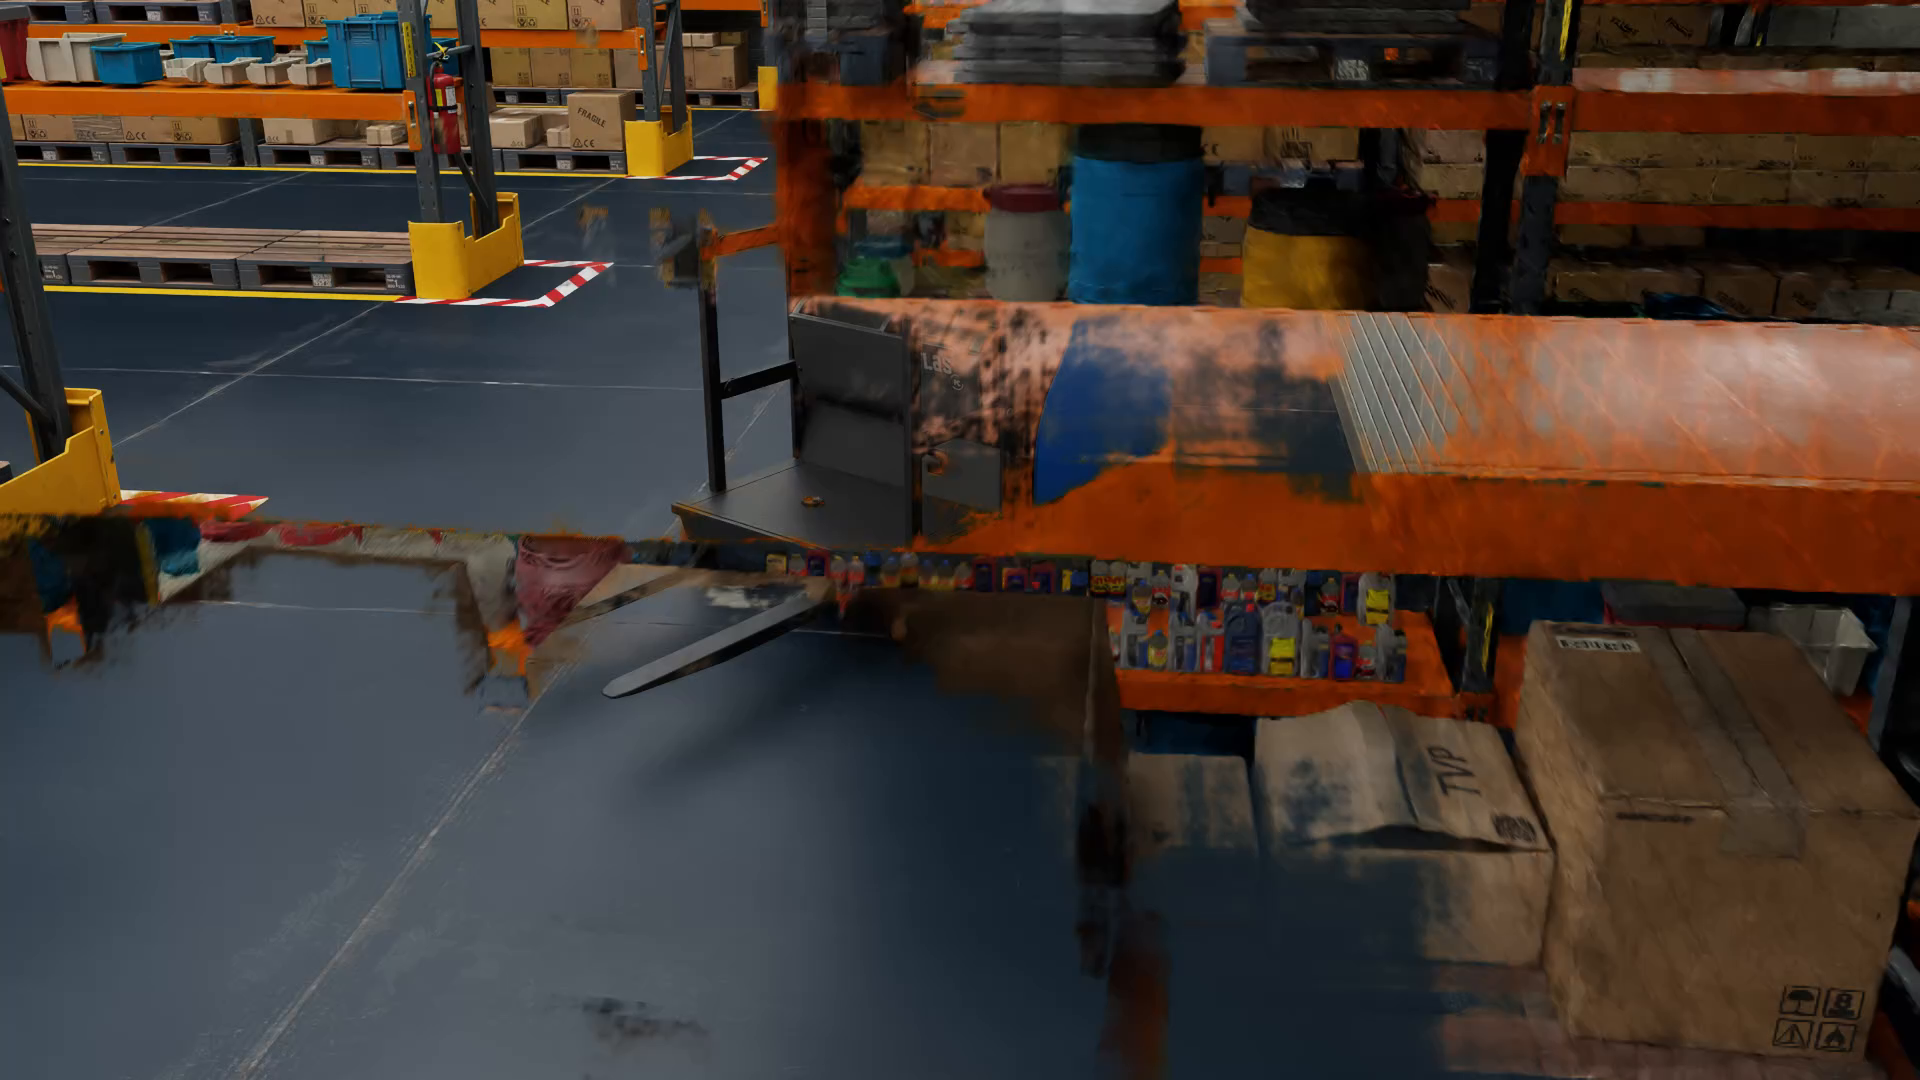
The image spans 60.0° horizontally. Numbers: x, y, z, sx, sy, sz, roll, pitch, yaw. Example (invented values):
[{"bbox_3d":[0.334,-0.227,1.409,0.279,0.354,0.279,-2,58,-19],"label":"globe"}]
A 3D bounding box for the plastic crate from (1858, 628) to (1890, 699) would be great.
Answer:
[{"bbox_3d":[-5.458,-3.132,10.929,0.300,0.233,0.416,2,22,6],"label":"plastic crate"}]

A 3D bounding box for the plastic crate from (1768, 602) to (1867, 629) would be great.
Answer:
[{"bbox_3d":[-5.596,-3.300,11.483,0.466,0.136,0.293,2,22,6],"label":"plastic crate"}]

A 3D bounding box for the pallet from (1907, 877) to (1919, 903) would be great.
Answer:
[{"bbox_3d":[-5.411,-1.994,11.696,1.213,0.211,1.003,2,22,6],"label":"pallet"}]

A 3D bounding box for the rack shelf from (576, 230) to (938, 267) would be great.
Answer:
[{"bbox_3d":[-12.153,-6.902,21.297,4.000,0.370,1.077,2,22,6],"label":"rack shelf"}]

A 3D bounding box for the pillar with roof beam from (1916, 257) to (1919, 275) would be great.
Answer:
[{"bbox_3d":[0.054,-8.221,15.495,0.400,9.000,9.100,2,22,6],"label":"pillar with roof beam"}]

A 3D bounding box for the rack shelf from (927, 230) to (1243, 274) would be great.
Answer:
[{"bbox_3d":[-8.181,-6.729,20.859,4.000,0.370,1.077,2,22,6],"label":"rack shelf"}]

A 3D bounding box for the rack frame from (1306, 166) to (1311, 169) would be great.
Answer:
[{"bbox_3d":[-6.195,-6.977,20.508,0.127,3.000,1.000,2,22,6],"label":"rack frame"}]

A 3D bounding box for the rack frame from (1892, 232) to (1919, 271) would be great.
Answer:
[{"bbox_3d":[-2.802,-4.995,15.495,0.127,3.000,1.000,2,22,6],"label":"rack frame"}]

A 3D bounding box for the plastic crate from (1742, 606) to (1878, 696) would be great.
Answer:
[{"bbox_3d":[-5.866,-3.200,11.032,0.530,0.282,0.437,2,22,6],"label":"plastic crate"}]

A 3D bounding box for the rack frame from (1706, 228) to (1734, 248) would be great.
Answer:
[{"bbox_3d":[-2.223,-6.804,20.070,0.127,3.000,1.000,2,22,6],"label":"rack frame"}]

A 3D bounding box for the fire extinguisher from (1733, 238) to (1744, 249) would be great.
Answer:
[{"bbox_3d":[-2.127,-6.420,19.710,0.183,0.674,0.296,2,22,6],"label":"fire extinguisher"}]

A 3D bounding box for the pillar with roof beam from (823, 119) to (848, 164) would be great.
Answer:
[{"bbox_3d":[-11.863,-8.740,16.808,0.400,9.000,9.100,2,22,6],"label":"pillar with roof beam"}]

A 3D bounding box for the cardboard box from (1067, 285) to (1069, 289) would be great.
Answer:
[{"bbox_3d":[-9.222,-5.488,16.034,0.500,0.500,0.700,7,23,16],"label":"cardboard box"}]

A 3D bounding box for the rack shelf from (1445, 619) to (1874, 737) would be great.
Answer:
[{"bbox_3d":[-5.375,-2.939,11.272,4.000,0.370,1.077,2,22,6],"label":"rack shelf"}]

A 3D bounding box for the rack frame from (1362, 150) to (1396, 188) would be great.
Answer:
[{"bbox_3d":[-6.774,-5.168,15.933,0.127,3.000,1.000,2,22,6],"label":"rack frame"}]

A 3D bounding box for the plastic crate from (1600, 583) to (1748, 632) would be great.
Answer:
[{"bbox_3d":[-6.504,-3.288,11.007,0.583,0.464,0.402,2,22,6],"label":"plastic crate"}]

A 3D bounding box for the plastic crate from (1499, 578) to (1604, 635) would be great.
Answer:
[{"bbox_3d":[-6.857,-3.485,11.615,0.575,0.384,0.392,2,22,6],"label":"plastic crate"}]

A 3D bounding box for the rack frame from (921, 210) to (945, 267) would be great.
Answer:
[{"bbox_3d":[-10.167,-7.150,20.946,0.127,3.000,1.000,2,22,6],"label":"rack frame"}]

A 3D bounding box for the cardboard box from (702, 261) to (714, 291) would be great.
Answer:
[{"bbox_3d":[-12.452,-6.649,21.461,0.500,0.250,0.500,2,22,5],"label":"cardboard box"}]

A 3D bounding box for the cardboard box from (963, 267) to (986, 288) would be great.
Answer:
[{"bbox_3d":[-9.452,-6.266,21.062,0.750,0.750,0.750,2,22,6],"label":"cardboard box"}]

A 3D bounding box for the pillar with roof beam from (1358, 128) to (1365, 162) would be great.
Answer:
[{"bbox_3d":[-5.905,-8.481,16.152,0.400,9.000,9.100,2,22,6],"label":"pillar with roof beam"}]

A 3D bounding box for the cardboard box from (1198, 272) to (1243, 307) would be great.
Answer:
[{"bbox_3d":[-7.909,-5.519,16.112,0.500,0.500,0.700,6,22,15],"label":"cardboard box"}]

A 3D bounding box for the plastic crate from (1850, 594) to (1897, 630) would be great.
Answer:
[{"bbox_3d":[-5.201,-3.338,11.449,0.300,0.233,0.416,2,22,6],"label":"plastic crate"}]

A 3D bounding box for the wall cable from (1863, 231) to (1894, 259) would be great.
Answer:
[{"bbox_3d":[-0.840,-7.566,20.617,1.851,1.984,0.084,2,22,6],"label":"wall cable"}]
